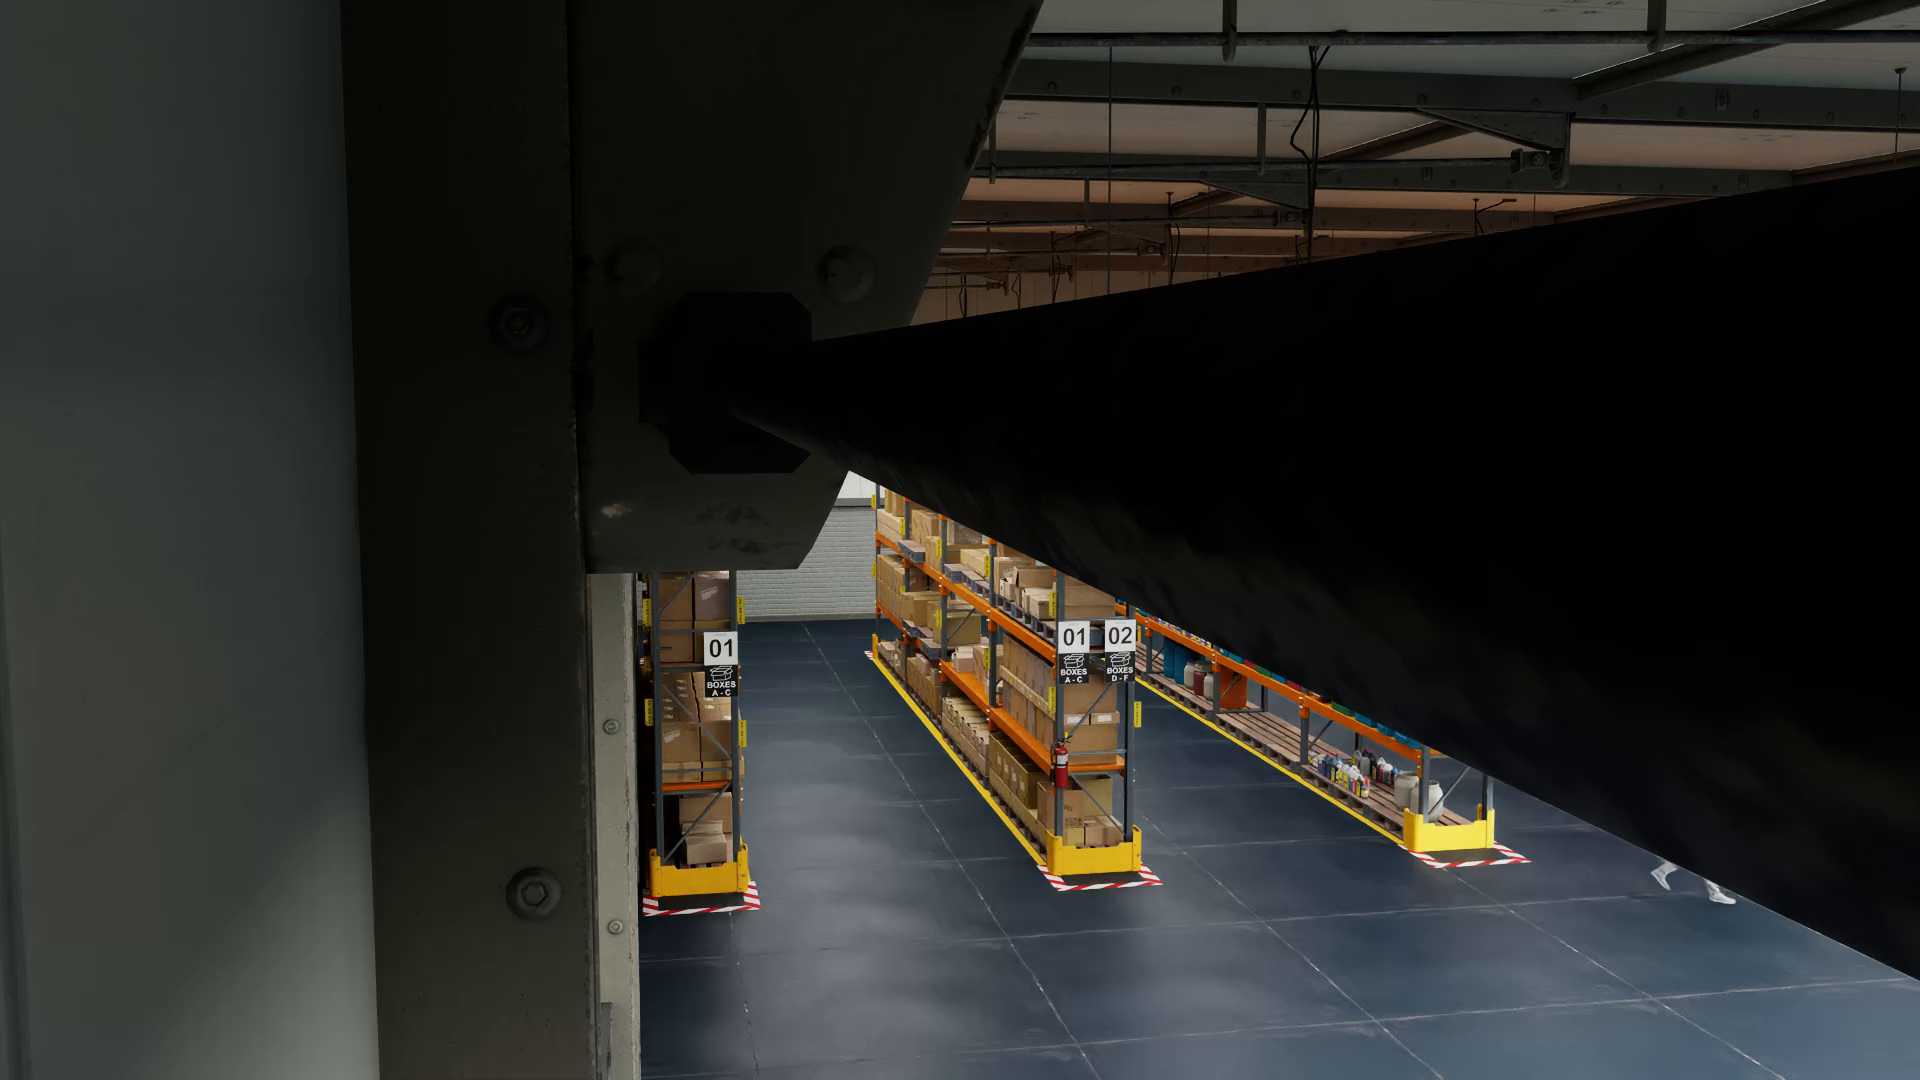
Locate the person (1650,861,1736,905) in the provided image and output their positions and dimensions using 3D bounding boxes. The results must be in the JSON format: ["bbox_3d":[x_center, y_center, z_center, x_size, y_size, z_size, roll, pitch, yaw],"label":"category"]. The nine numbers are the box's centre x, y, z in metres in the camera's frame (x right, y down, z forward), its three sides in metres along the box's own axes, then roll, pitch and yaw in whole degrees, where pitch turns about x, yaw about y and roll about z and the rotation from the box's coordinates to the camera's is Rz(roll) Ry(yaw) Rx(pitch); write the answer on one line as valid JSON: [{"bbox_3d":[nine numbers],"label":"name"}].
[{"bbox_3d":[8.755,3.448,19.751,0.898,1.675,0.617,2,6,19],"label":"person"}]
